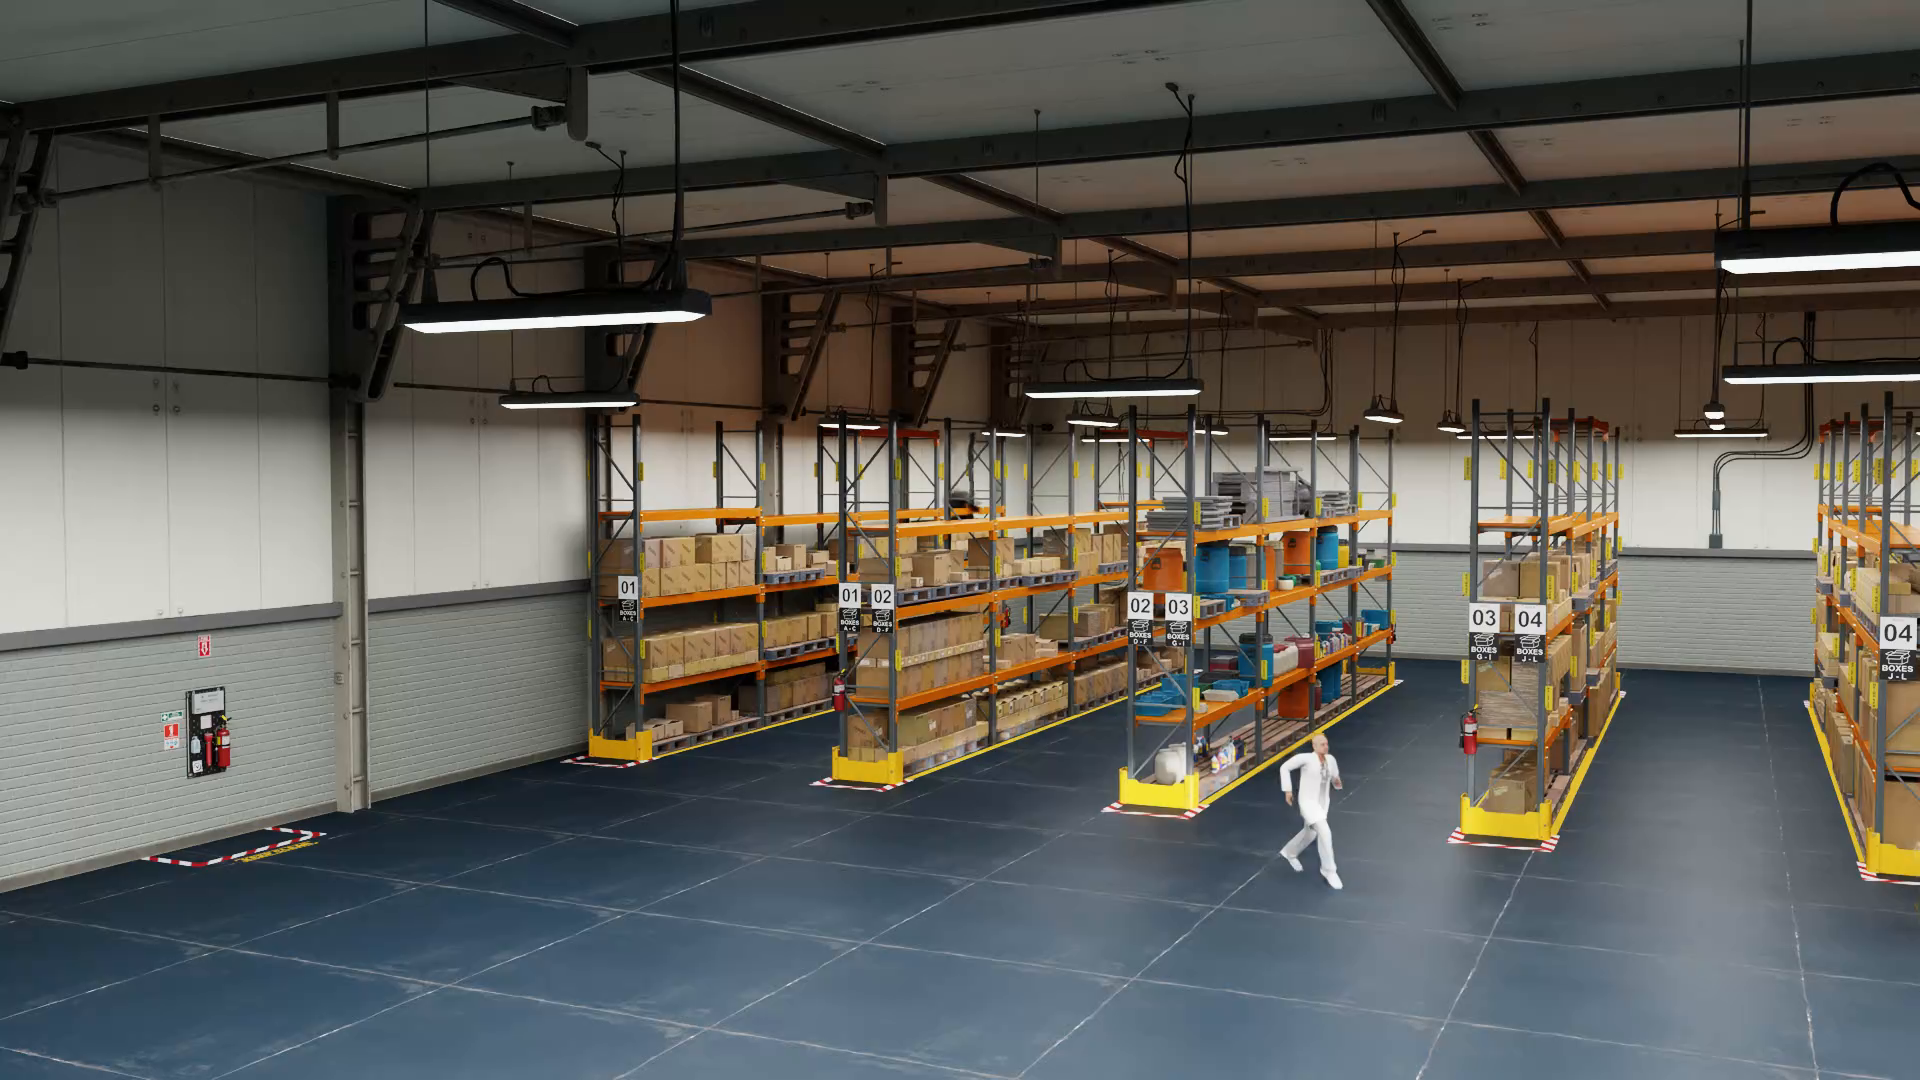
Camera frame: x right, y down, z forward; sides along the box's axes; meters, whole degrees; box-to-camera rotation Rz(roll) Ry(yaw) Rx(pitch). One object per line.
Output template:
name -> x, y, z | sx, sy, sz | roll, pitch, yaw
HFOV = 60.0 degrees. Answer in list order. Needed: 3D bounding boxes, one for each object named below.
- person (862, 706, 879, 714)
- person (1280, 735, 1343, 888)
person -> -1.619, 2.925, 31.170 | 0.588, 1.613, 0.547 | 1, 2, 14
person -> 4.308, 3.280, 20.376 | 0.738, 1.826, 1.024 | -1, 3, -32
